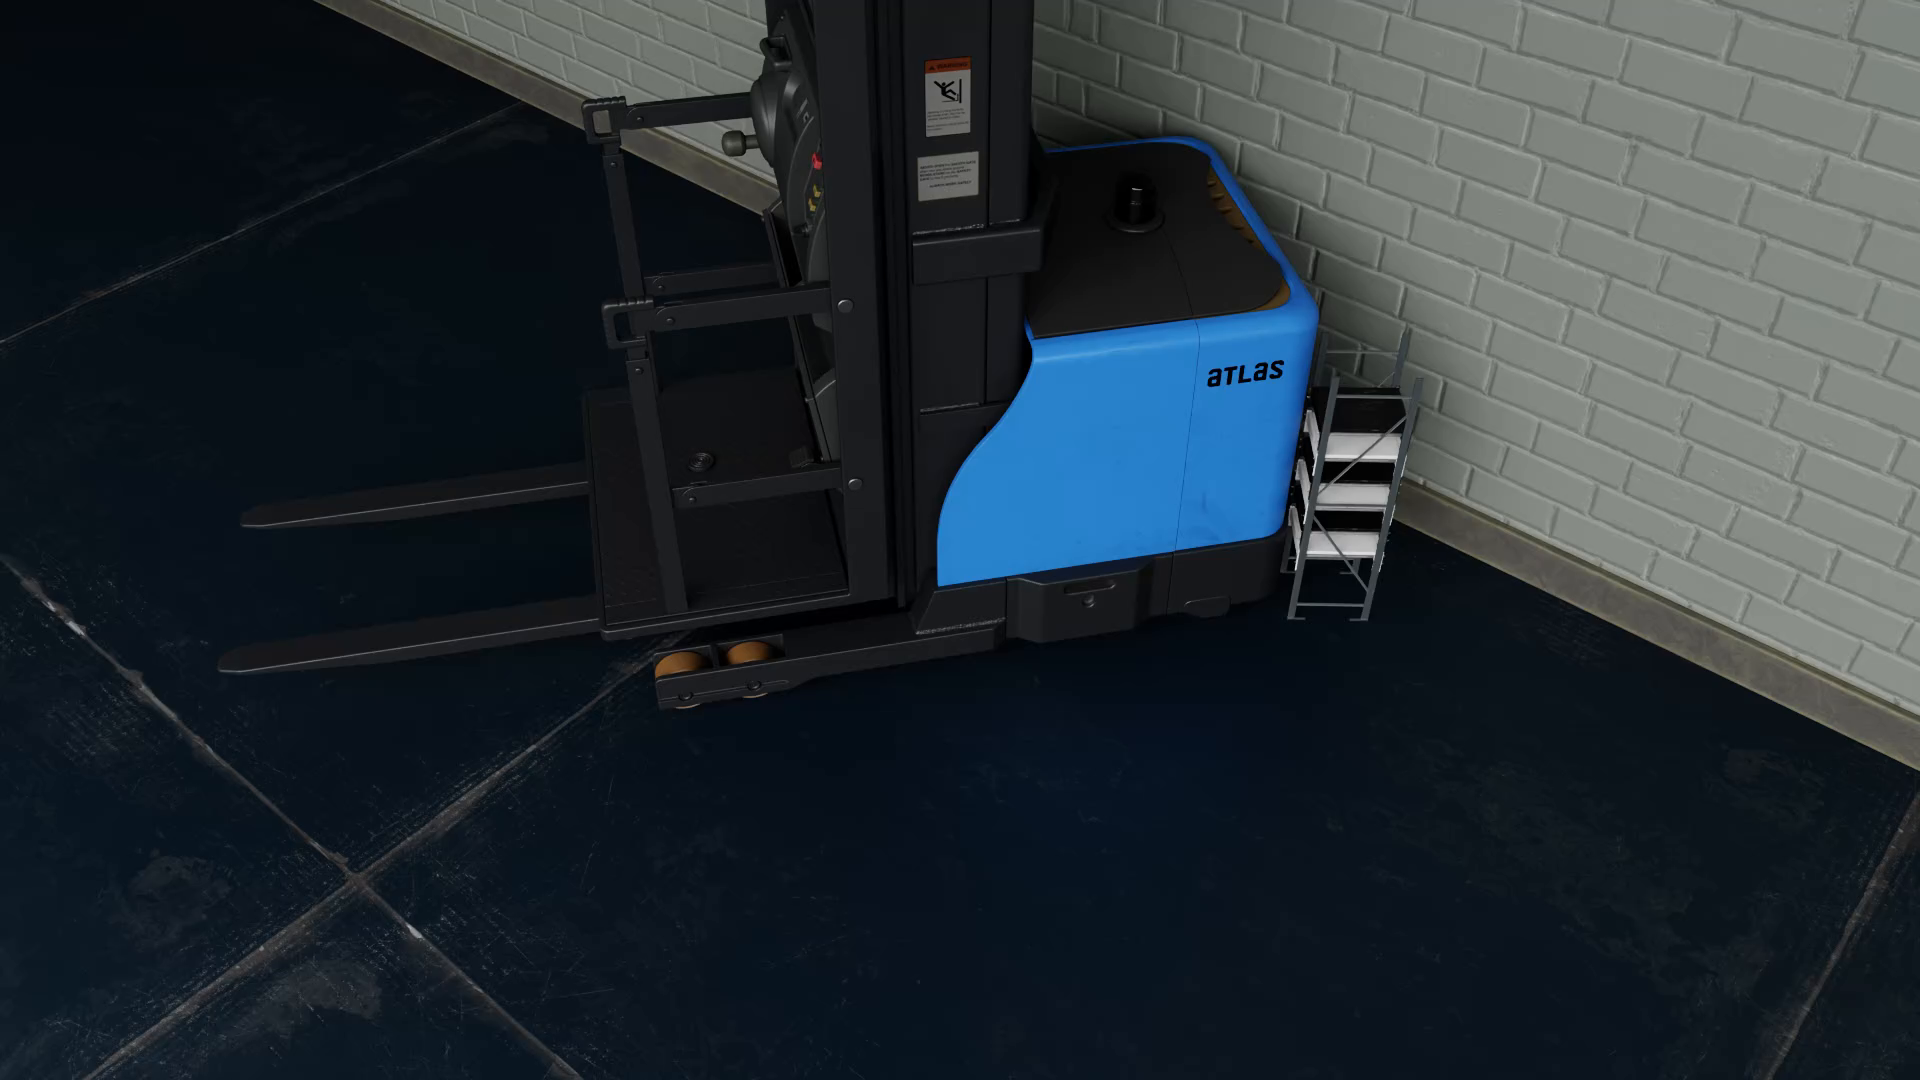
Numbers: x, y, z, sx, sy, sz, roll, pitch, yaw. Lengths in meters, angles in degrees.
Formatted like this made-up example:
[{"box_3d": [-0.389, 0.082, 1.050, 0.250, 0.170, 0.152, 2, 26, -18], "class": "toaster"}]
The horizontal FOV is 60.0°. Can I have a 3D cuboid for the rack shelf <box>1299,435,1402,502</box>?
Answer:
[{"box_3d": [1.104, -0.205, 4.722, 0.258, 0.077, 0.200, 1, 42, 1], "class": "rack shelf"}]

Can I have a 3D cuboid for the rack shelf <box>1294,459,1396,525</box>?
[{"box_3d": [1.104, -0.138, 4.783, 0.258, 0.077, 0.200, 1, 42, 1], "class": "rack shelf"}]

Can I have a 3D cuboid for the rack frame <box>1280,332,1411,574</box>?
[{"box_3d": [1.107, -0.231, 4.836, 0.240, 0.900, 0.006, 1, 42, 1], "class": "rack frame"}]

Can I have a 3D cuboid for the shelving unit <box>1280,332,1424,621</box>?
[{"box_3d": [1.104, -0.163, 4.760, 0.258, 0.900, 0.210, 1, 42, 1], "class": "shelving unit"}]

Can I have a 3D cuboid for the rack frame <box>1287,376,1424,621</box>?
[{"box_3d": [1.102, -0.095, 4.685, 0.240, 0.900, 0.006, 1, 42, 1], "class": "rack frame"}]

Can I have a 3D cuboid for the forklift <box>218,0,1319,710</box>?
[{"box_3d": [-0.612, -0.996, 4.167, 3.031, 2.935, 1.130, -8, 43, -9], "class": "forklift"}]

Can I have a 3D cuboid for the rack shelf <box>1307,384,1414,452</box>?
[{"box_3d": [1.104, -0.338, 4.601, 0.258, 0.077, 0.200, 1, 42, 1], "class": "rack shelf"}]

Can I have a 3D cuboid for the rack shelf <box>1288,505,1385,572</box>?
[{"box_3d": [1.104, -0.005, 4.904, 0.258, 0.077, 0.200, 1, 42, 1], "class": "rack shelf"}]

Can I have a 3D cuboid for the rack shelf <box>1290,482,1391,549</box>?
[{"box_3d": [1.104, -0.072, 4.843, 0.258, 0.077, 0.200, 1, 42, 1], "class": "rack shelf"}]

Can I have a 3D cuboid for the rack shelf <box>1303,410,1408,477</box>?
[{"box_3d": [1.104, -0.272, 4.662, 0.258, 0.077, 0.200, 1, 42, 1], "class": "rack shelf"}]
